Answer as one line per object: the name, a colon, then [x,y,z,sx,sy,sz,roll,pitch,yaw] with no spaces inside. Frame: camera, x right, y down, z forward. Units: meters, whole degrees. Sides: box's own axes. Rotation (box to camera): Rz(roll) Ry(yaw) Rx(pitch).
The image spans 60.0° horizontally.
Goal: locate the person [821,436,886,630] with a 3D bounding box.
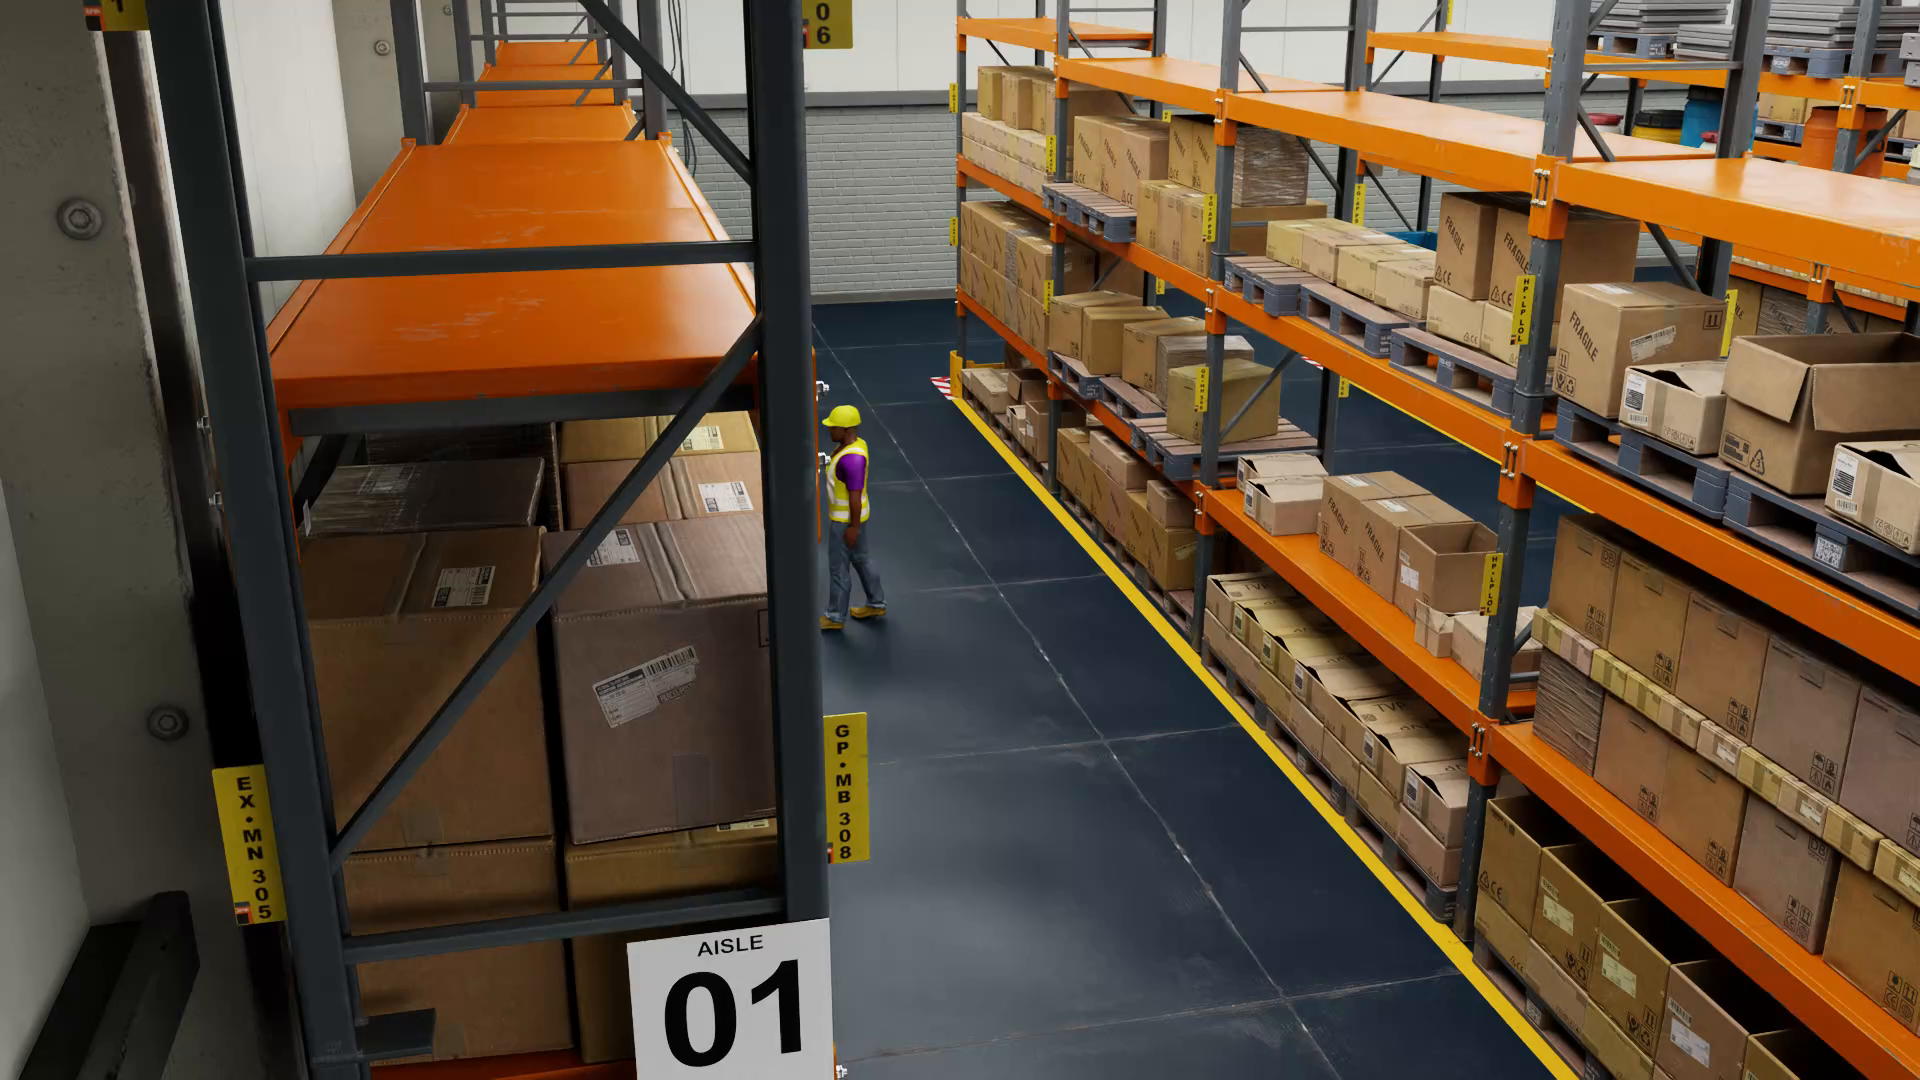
person: [8.635,-0.024,10.266,19.672,3.192,5.503,0,19,0]
